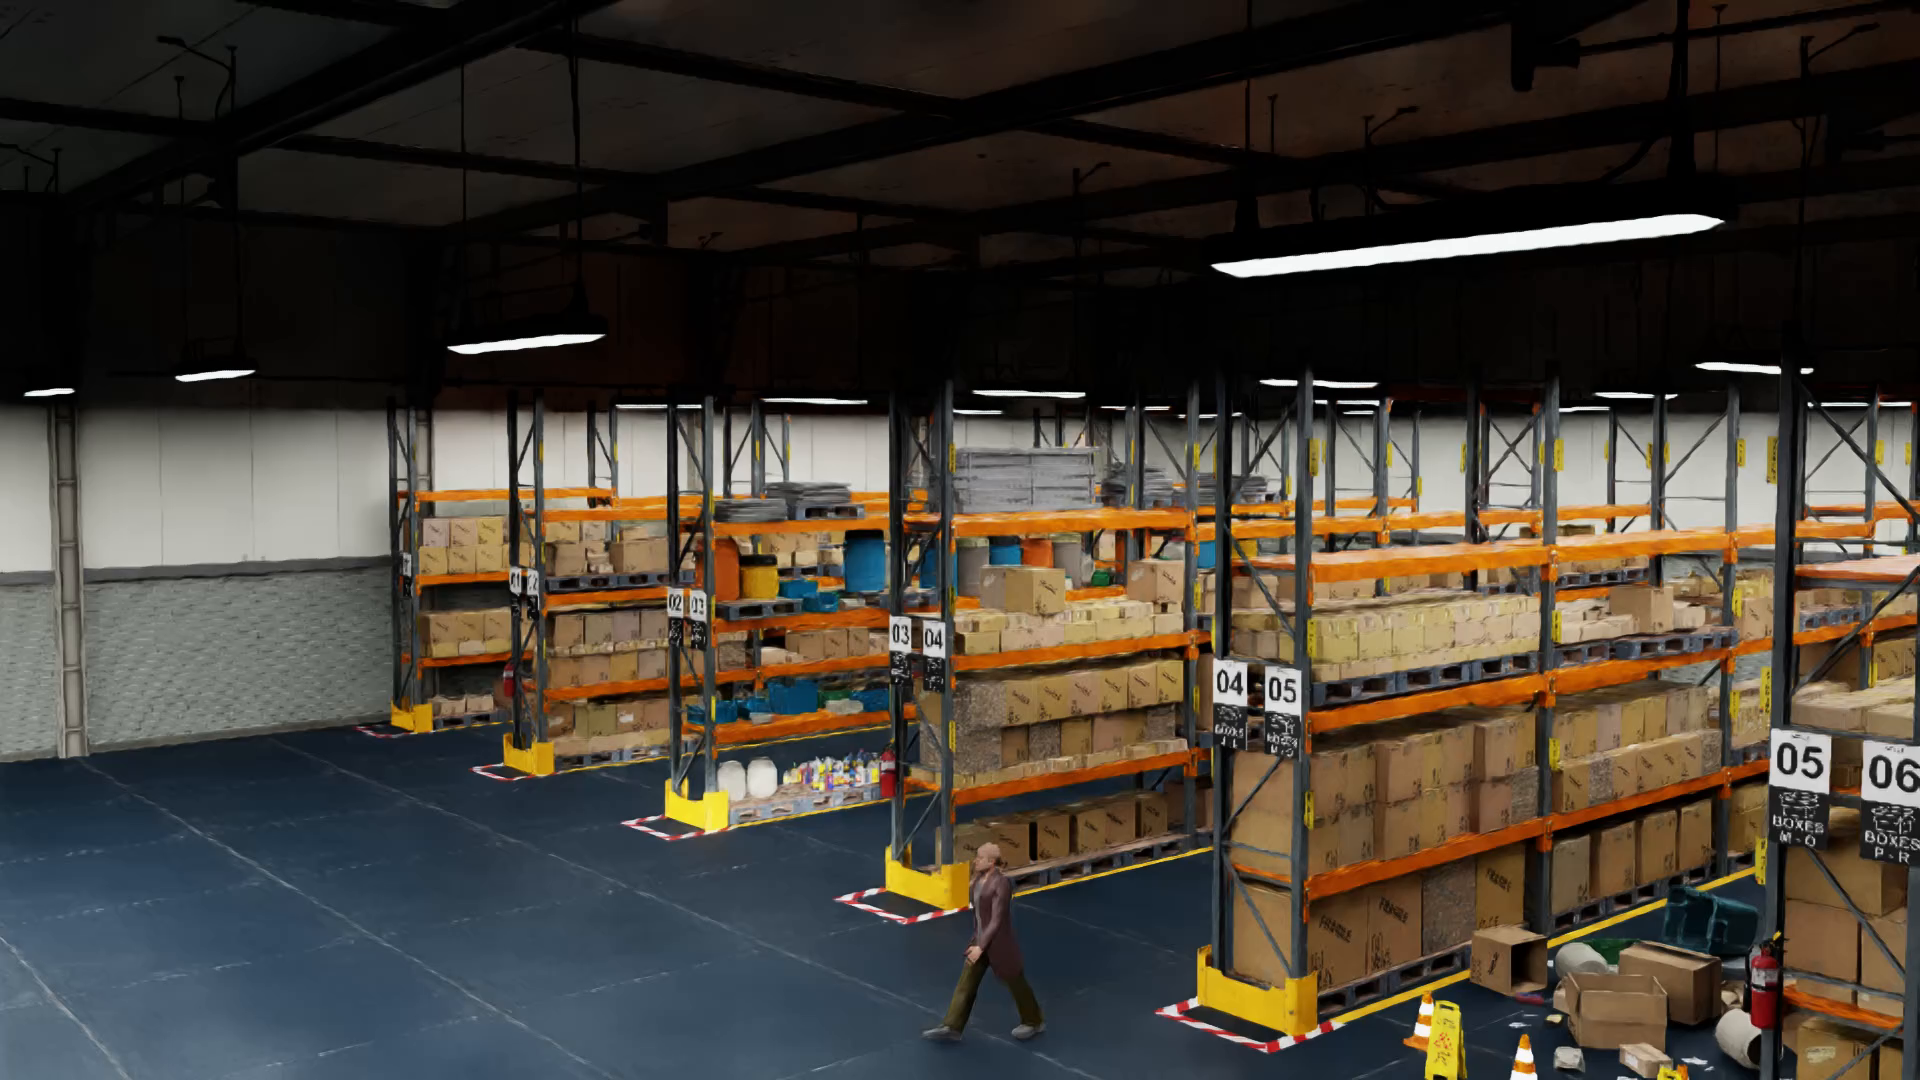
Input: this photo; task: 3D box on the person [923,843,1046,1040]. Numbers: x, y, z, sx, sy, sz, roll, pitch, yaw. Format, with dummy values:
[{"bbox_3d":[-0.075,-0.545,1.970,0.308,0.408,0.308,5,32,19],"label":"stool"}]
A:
[{"bbox_3d":[0.244,3.450,14.277,1.090,1.712,0.576,-2,4,-31],"label":"person"}]
